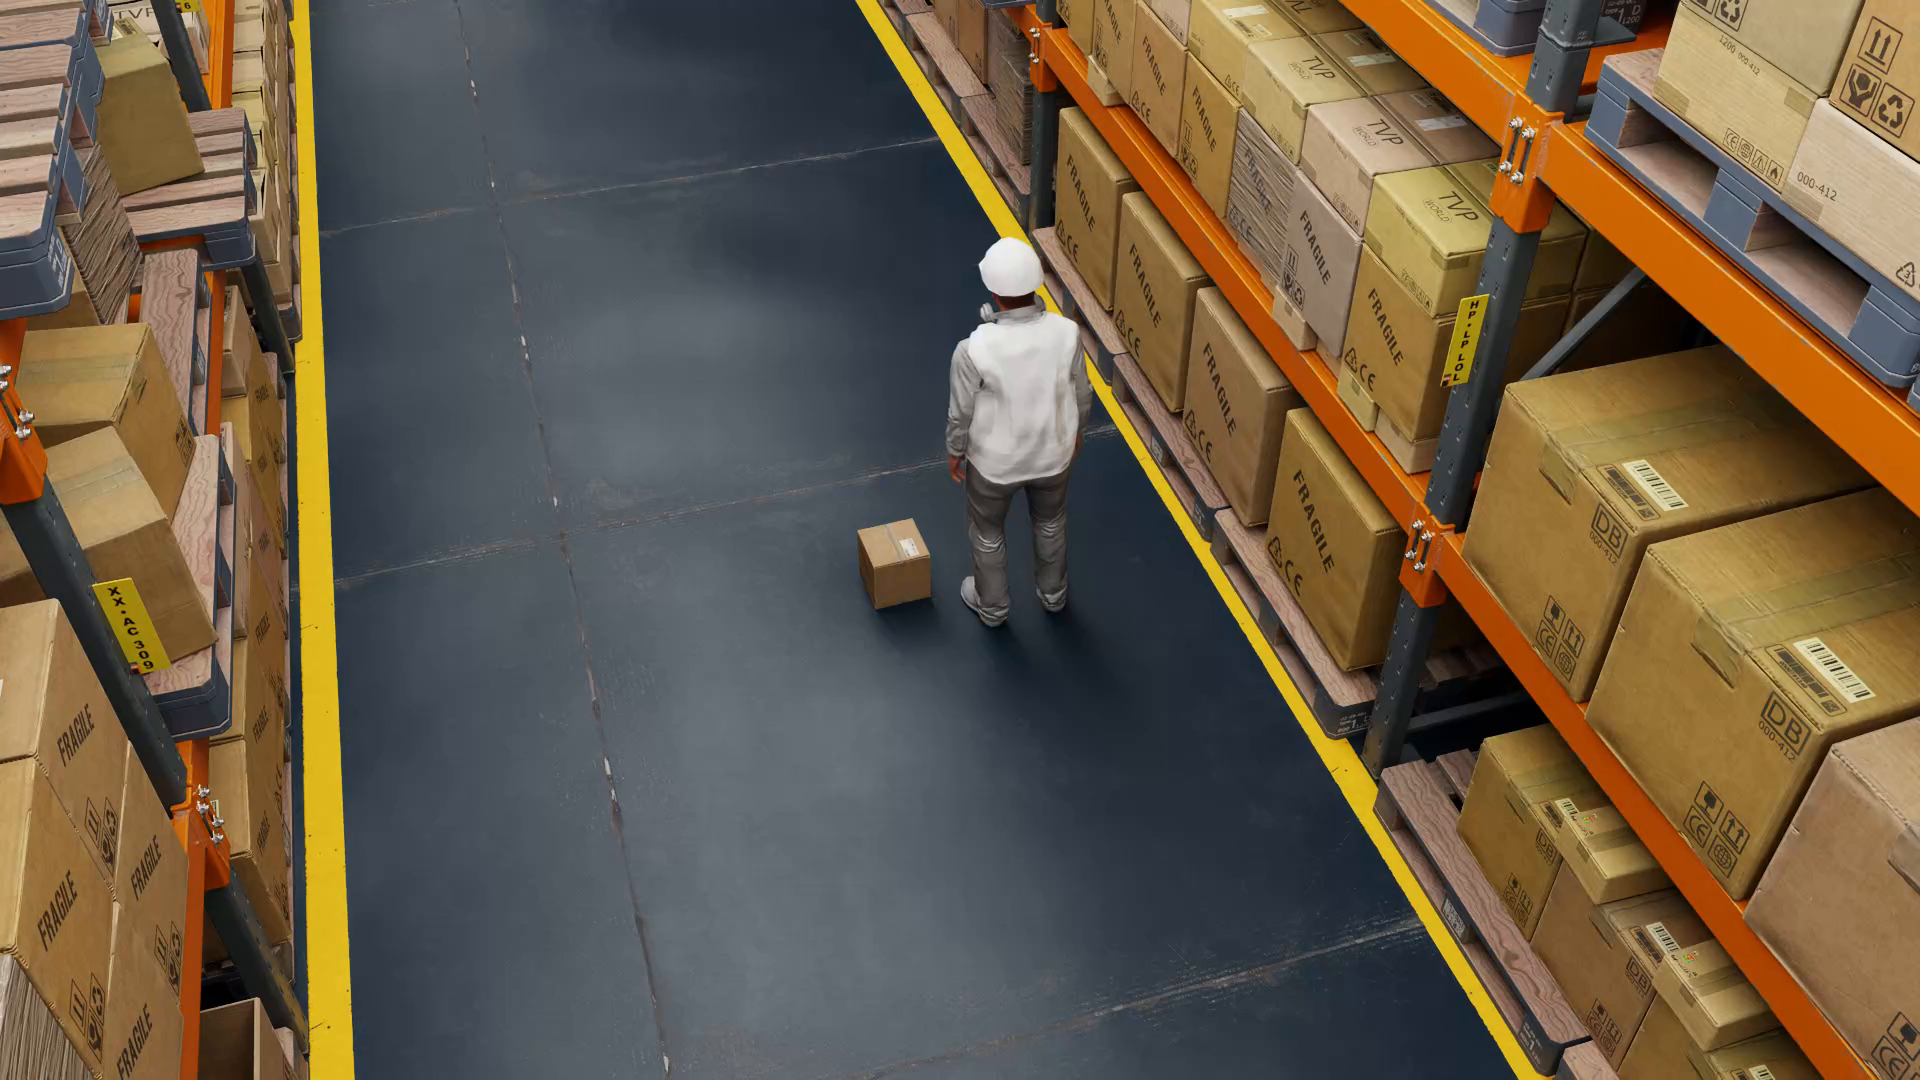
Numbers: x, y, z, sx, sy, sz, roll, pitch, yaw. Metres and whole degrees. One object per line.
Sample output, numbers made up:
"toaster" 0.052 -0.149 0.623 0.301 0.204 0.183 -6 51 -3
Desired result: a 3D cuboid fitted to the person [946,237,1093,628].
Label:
"person" 0.226 -0.380 6.563 0.579 1.771 0.463 -11 43 -12
